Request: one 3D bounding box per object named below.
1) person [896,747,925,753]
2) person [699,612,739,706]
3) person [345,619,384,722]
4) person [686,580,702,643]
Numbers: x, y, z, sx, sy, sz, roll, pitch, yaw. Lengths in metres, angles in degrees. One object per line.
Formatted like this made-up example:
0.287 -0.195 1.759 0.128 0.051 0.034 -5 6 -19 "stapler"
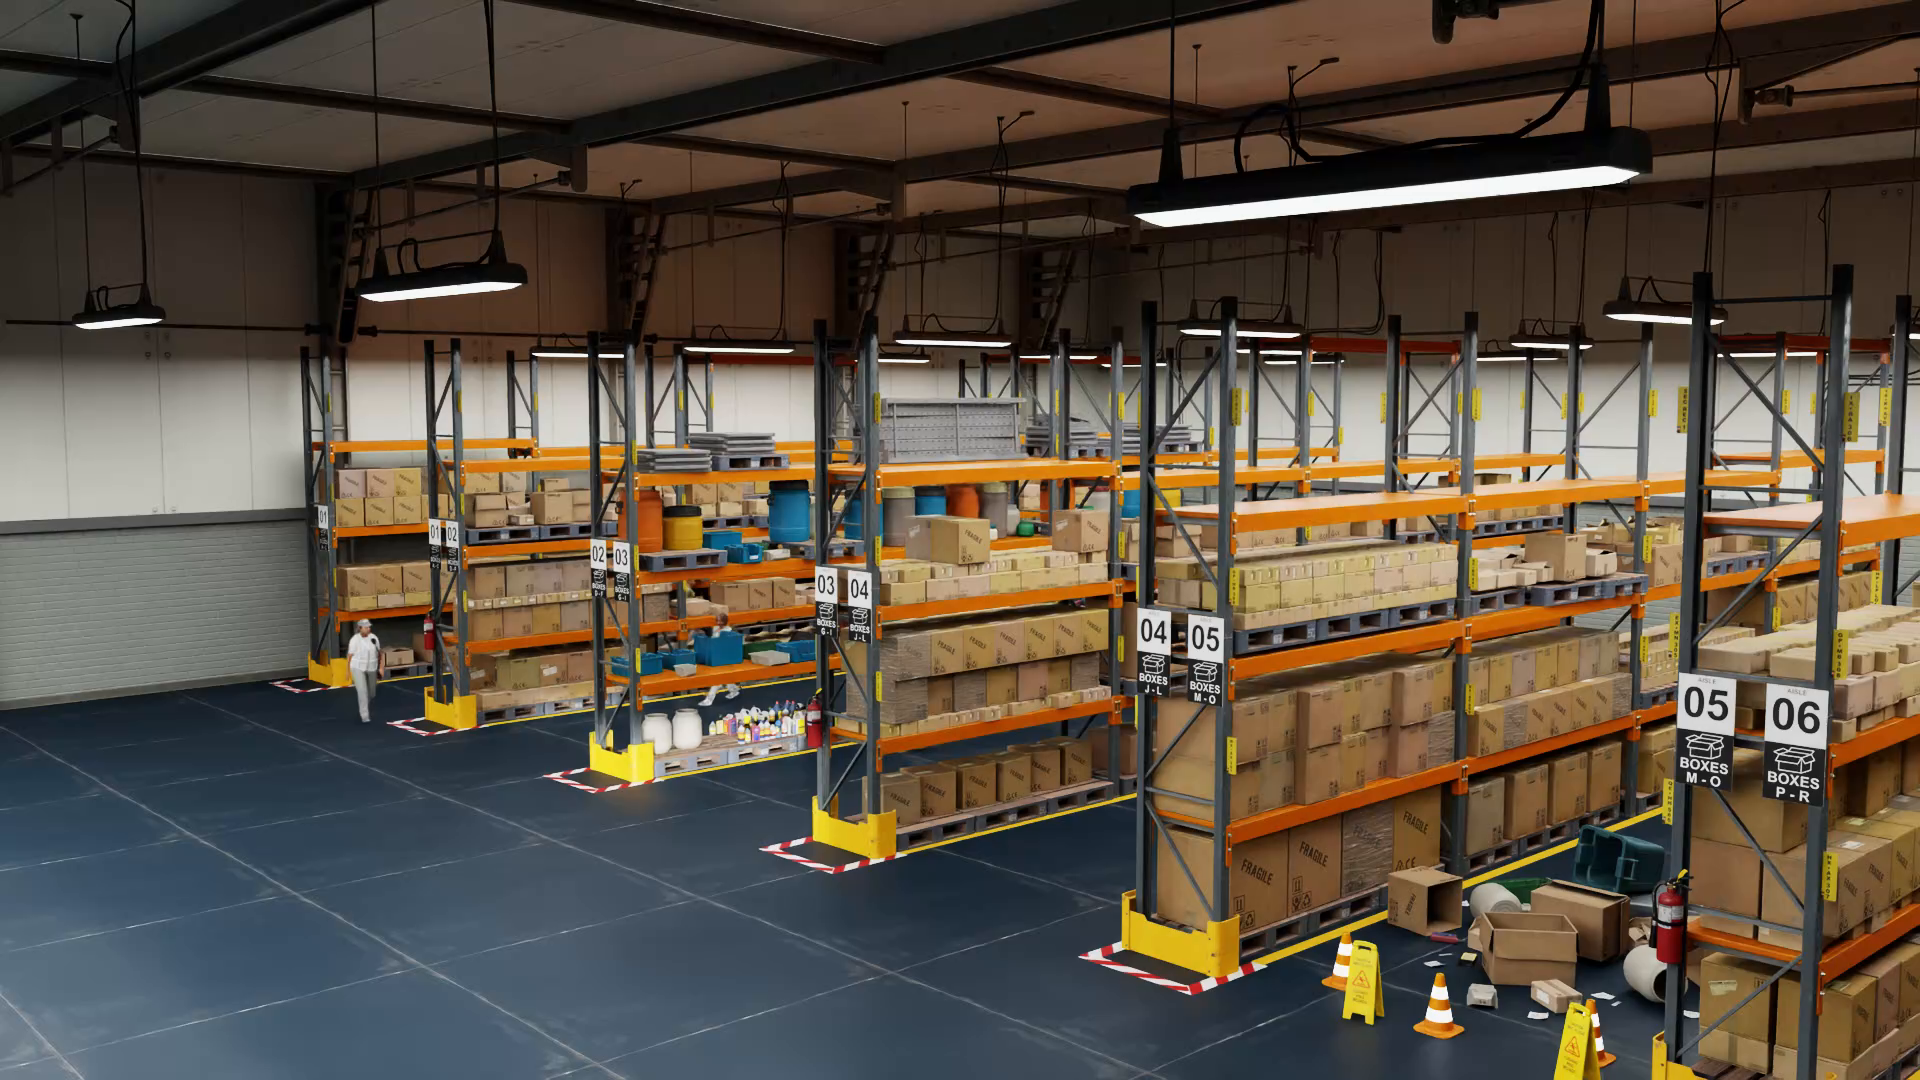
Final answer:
-0.697 2.187 24.052 0.581 1.850 0.639 -5 7 -44 "person"
-4.000 1.962 27.675 0.404 1.519 0.964 4 6 38 "person"
-9.448 2.037 26.343 0.542 1.604 0.960 -4 6 -35 "person"
-5.311 1.479 32.403 0.457 1.655 0.505 -3 6 -30 "person"
